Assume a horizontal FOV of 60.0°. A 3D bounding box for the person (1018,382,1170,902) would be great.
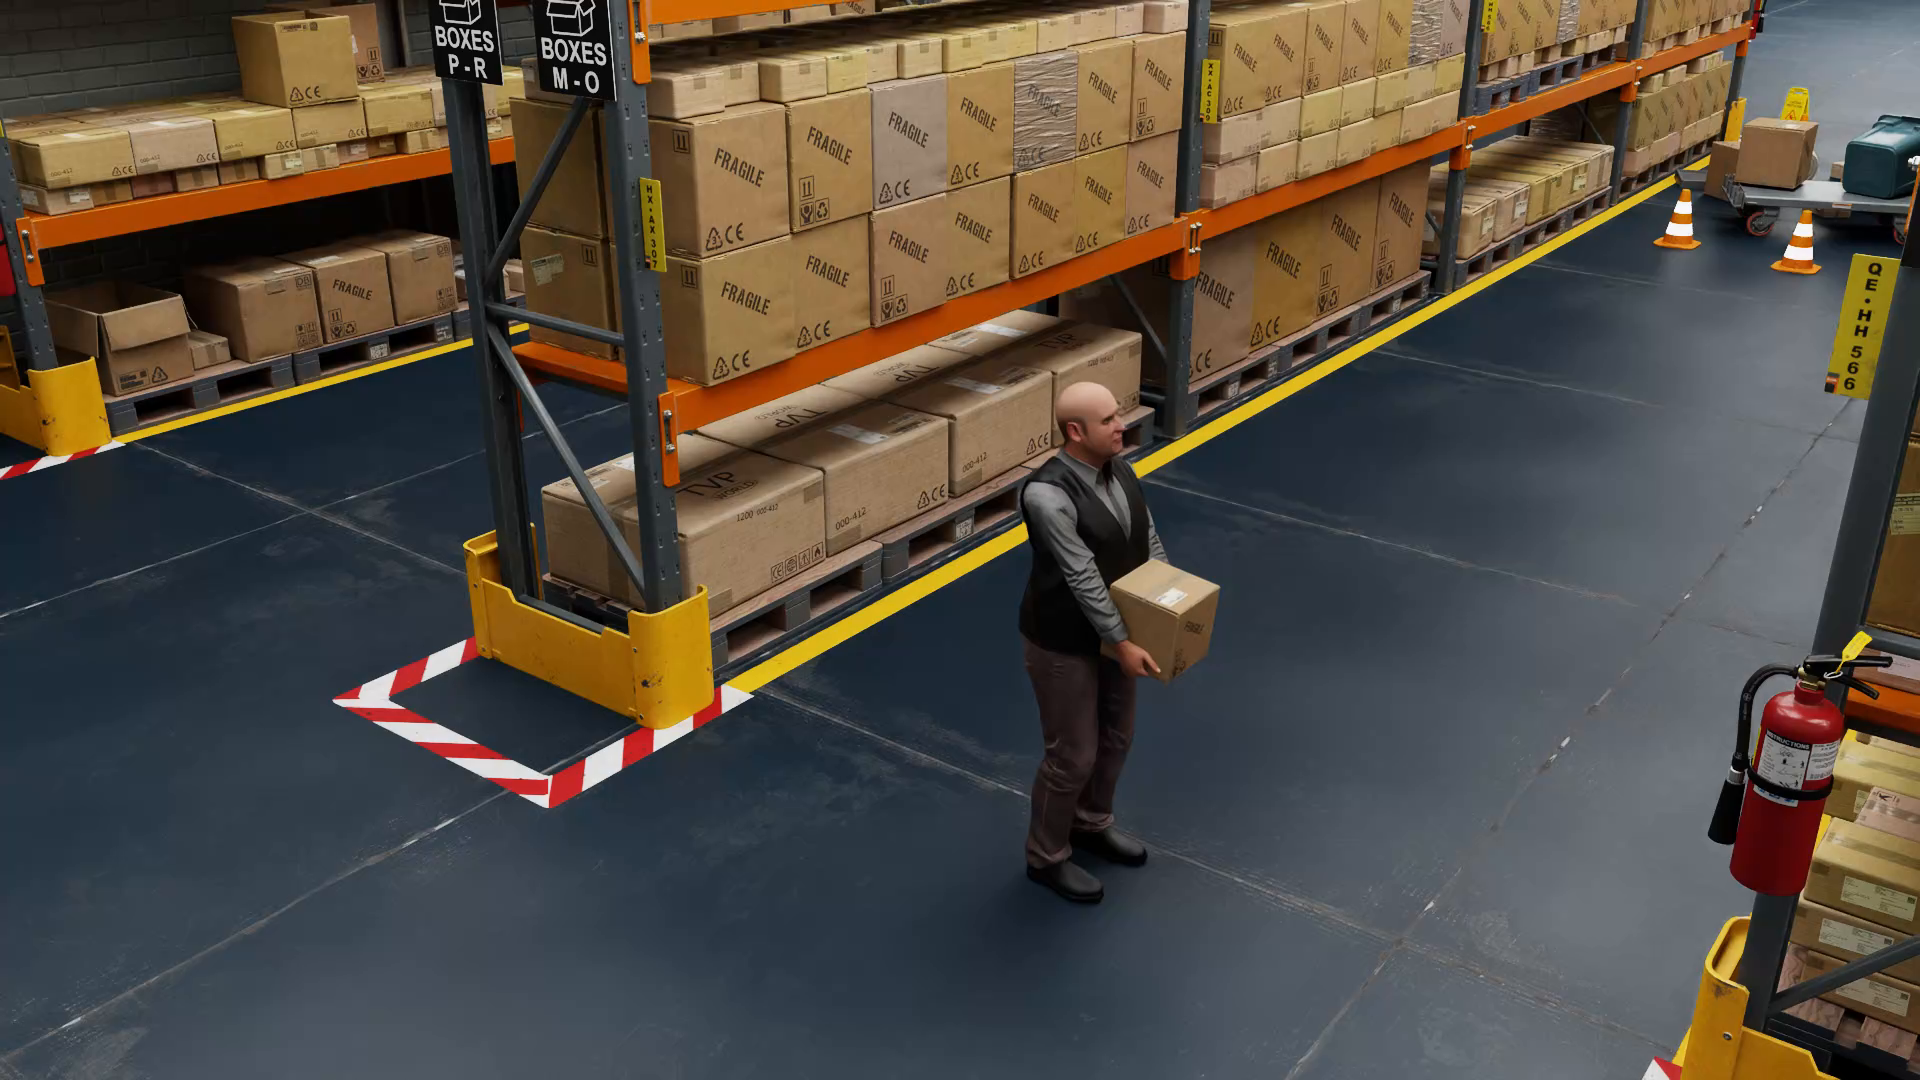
[{"bbox_3d":[0.484,0.341,5.349,0.547,1.718,0.495,17,28,34],"label":"person"}]
